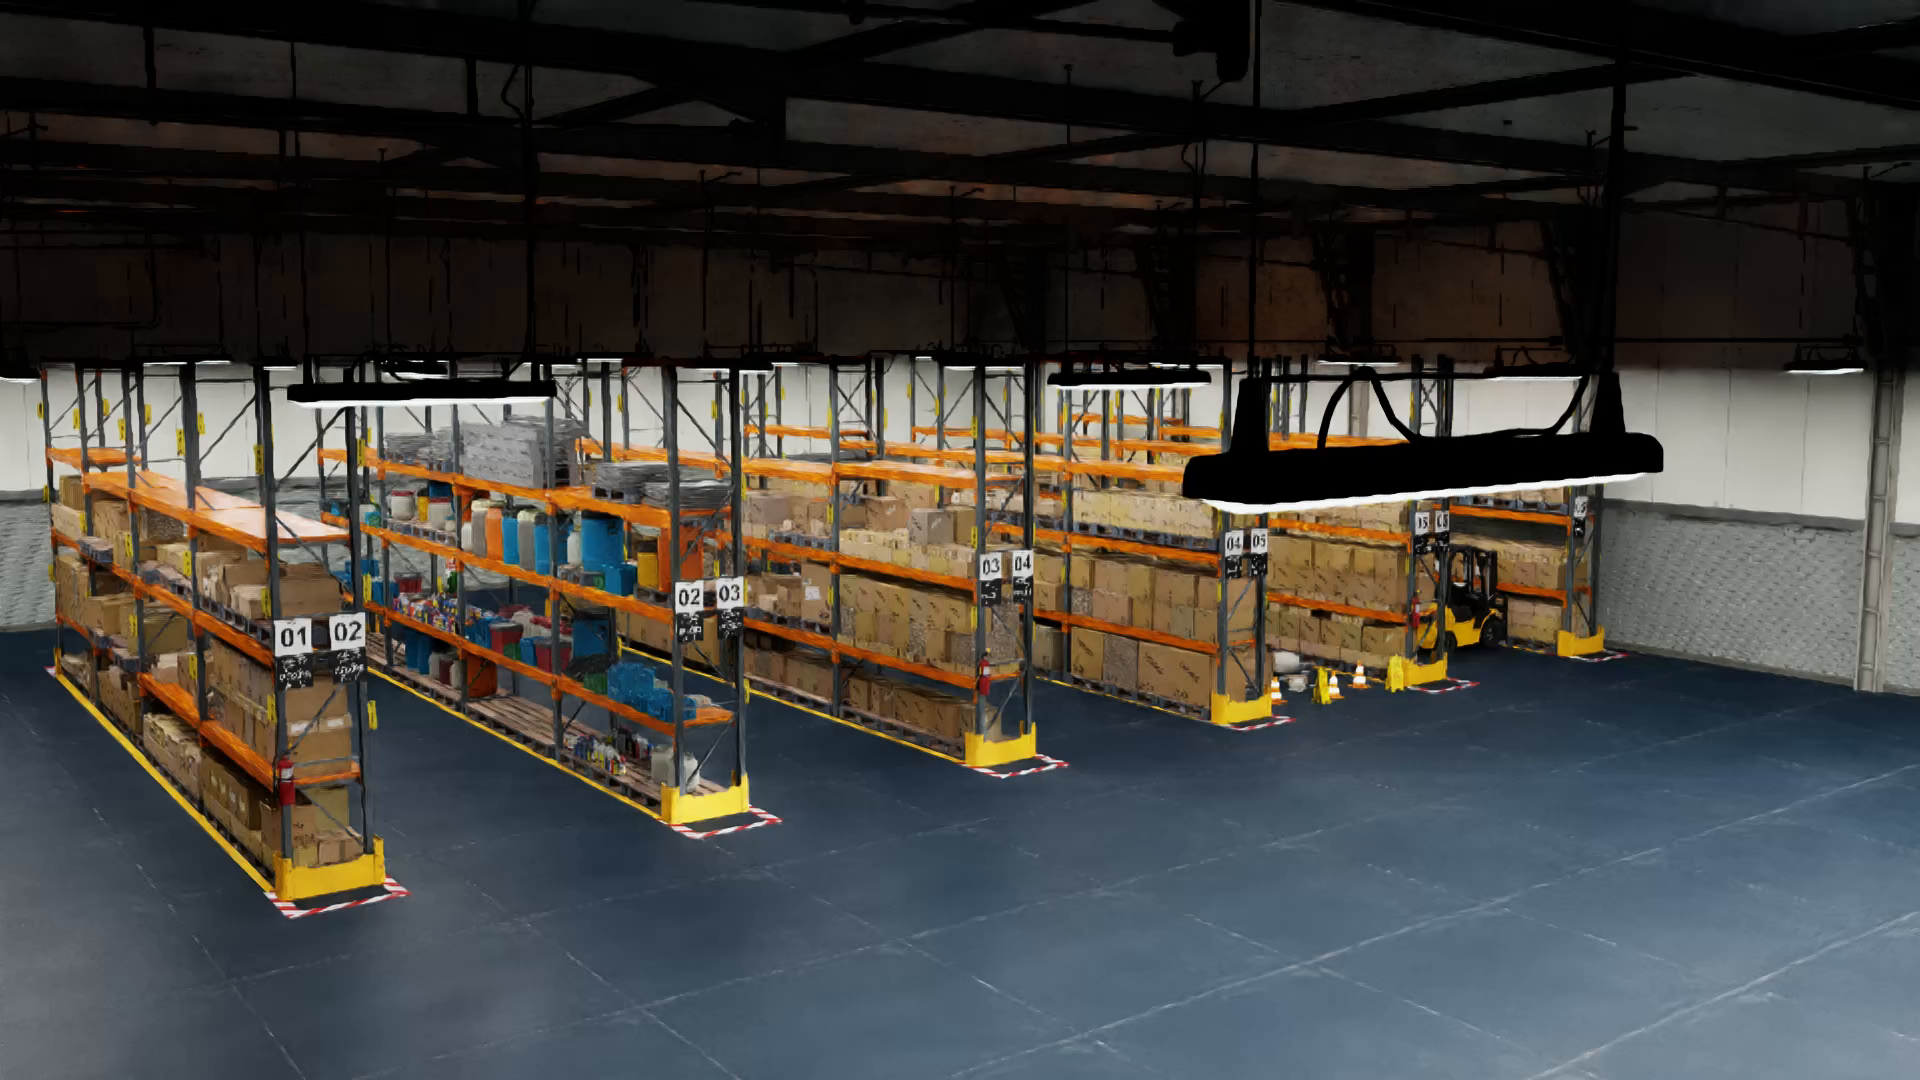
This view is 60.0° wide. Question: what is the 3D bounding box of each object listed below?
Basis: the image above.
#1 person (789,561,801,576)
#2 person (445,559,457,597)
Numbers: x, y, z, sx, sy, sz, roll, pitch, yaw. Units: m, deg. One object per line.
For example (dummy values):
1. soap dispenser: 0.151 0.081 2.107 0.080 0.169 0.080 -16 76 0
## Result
1. person: -3.503 1.273 35.201 0.555 1.654 0.566 -2 7 -13
2. person: -11.999 0.733 39.418 0.378 1.272 0.589 2 7 19
